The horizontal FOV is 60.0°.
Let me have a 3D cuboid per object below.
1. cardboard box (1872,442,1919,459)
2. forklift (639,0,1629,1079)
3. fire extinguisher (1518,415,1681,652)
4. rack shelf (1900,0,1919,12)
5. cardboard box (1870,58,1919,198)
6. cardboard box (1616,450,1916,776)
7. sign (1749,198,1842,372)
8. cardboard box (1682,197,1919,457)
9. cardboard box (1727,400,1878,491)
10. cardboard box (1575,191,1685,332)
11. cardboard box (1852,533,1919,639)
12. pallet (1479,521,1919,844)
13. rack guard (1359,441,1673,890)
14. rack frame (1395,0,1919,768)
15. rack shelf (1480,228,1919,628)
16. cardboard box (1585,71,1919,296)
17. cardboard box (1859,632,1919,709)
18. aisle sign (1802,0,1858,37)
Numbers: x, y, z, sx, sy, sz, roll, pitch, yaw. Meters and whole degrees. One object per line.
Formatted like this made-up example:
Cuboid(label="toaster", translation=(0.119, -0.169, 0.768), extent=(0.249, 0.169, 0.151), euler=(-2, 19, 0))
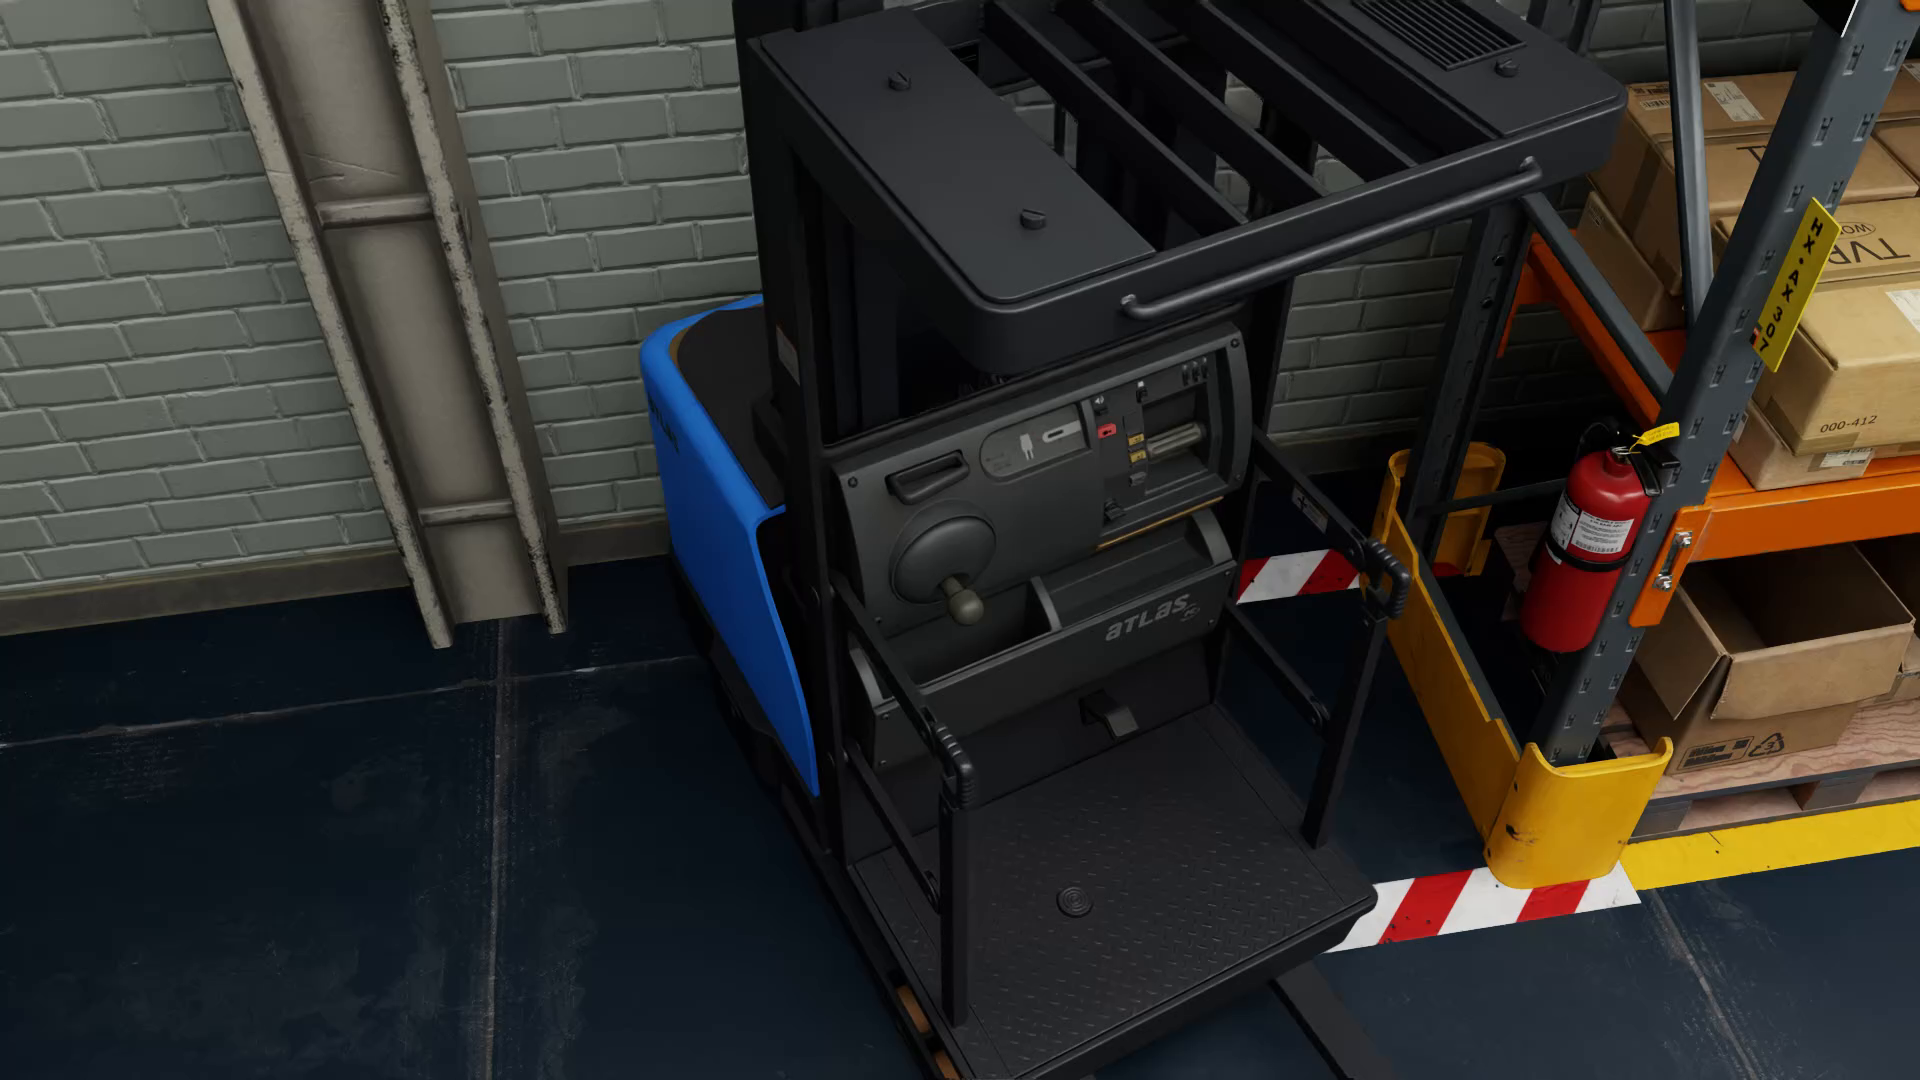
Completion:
Cuboid(label="cardboard box", translation=(2.026, -0.365, 3.693), extent=(0.250, 0.149, 0.380), euler=(-6, 46, -6))
Cuboid(label="forklift", translation=(0.297, -0.038, 3.251), extent=(1.130, 2.935, 3.031), euler=(-21, 50, -19))
Cuboid(label="fire extinguisher", translation=(1.346, -0.040, 3.519), extent=(0.183, 0.674, 0.296), euler=(-7, 46, -7))
Cuboid(label="rack shelf", translation=(3.383, -1.579, 3.105), extent=(4.000, 0.370, 1.077), euler=(-7, 46, -7))
Cuboid(label="cardboard box", translation=(2.329, -0.901, 3.933), extent=(0.500, 0.250, 0.500), euler=(-7, 46, -7))
Cuboid(label="cardboard box", translation=(2.031, 0.170, 4.445), extent=(0.637, 0.503, 0.797), euler=(-9, 47, -8))
Cuboid(label="sign", translation=(1.505, -0.458, 3.007), extent=(0.005, 0.325, 0.100), euler=(-7, 46, -7))
Cuboid(label="cardboard box", translation=(1.905, -0.458, 3.506), extent=(0.500, 0.250, 0.500), euler=(-7, 46, -7))
Cuboid(label="cardboard box", translation=(1.783, -0.301, 3.632), extent=(0.250, 0.149, 0.380), euler=(-7, 47, -7))
Cuboid(label="cardboard box", translation=(1.693, -0.687, 4.003), extent=(0.250, 0.149, 0.380), euler=(-8, 47, -7))
Cuboid(label="cardboard box", translation=(2.880, 0.094, 4.521), extent=(0.500, 0.500, 0.700), euler=(-5, 46, -5))
Cuboid(label="pallet", translation=(2.273, 0.317, 4.798), extent=(1.213, 0.211, 1.003), euler=(-7, 46, -7))
Cuboid(label="rack guard", translation=(1.487, 0.315, 4.599), extent=(0.348, 0.500, 1.175), euler=(-7, 46, -7))
Cuboid(label="rack frame", translation=(1.412, -0.543, 3.690), extent=(0.127, 3.000, 1.000), euler=(-7, 46, -7))
Cuboid(label="rack shelf", translation=(3.383, -0.539, 4.186), extent=(4.000, 0.370, 1.077), euler=(-7, 46, -7))
Cuboid(label="cardboard box", translation=(1.820, -0.839, 3.873), extent=(0.500, 0.250, 0.500), euler=(-6, 46, -6))
Cuboid(label="cardboard box", translation=(2.457, 0.268, 4.597), extent=(0.250, 0.149, 0.380), euler=(-9, 47, -8))
Cuboid(label="aisle sign", translation=(1.395, -1.228, 2.545), extent=(0.004, 0.787, 0.394), euler=(-7, 46, -7))
